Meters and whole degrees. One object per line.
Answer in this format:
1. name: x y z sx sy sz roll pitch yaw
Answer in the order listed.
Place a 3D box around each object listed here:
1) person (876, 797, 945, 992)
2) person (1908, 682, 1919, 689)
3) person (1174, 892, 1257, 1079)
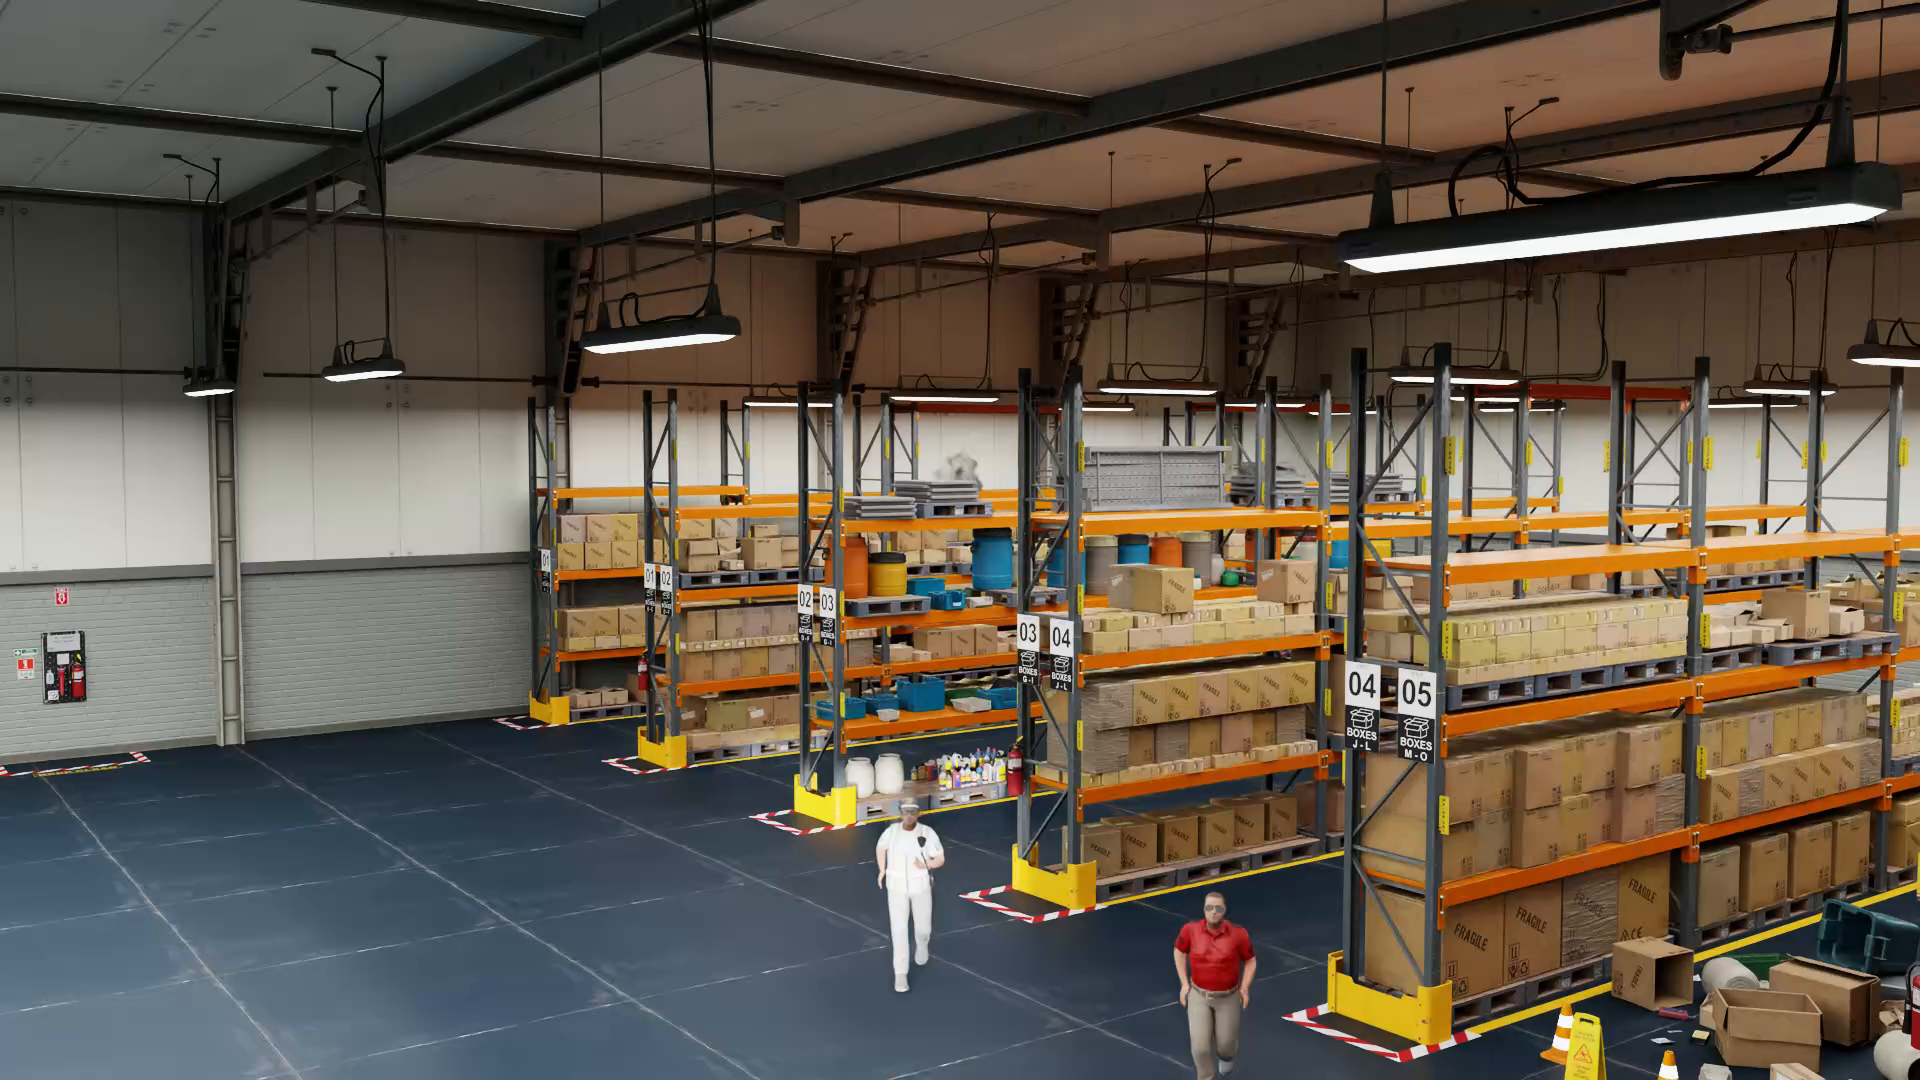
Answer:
1. person: -0.481 3.319 15.918 0.668 1.758 0.983 0 3 1
2. person: 14.022 2.908 24.350 0.751 1.667 0.627 -2 4 -30
3. person: 1.992 3.563 13.015 0.647 1.692 0.771 1 3 13
